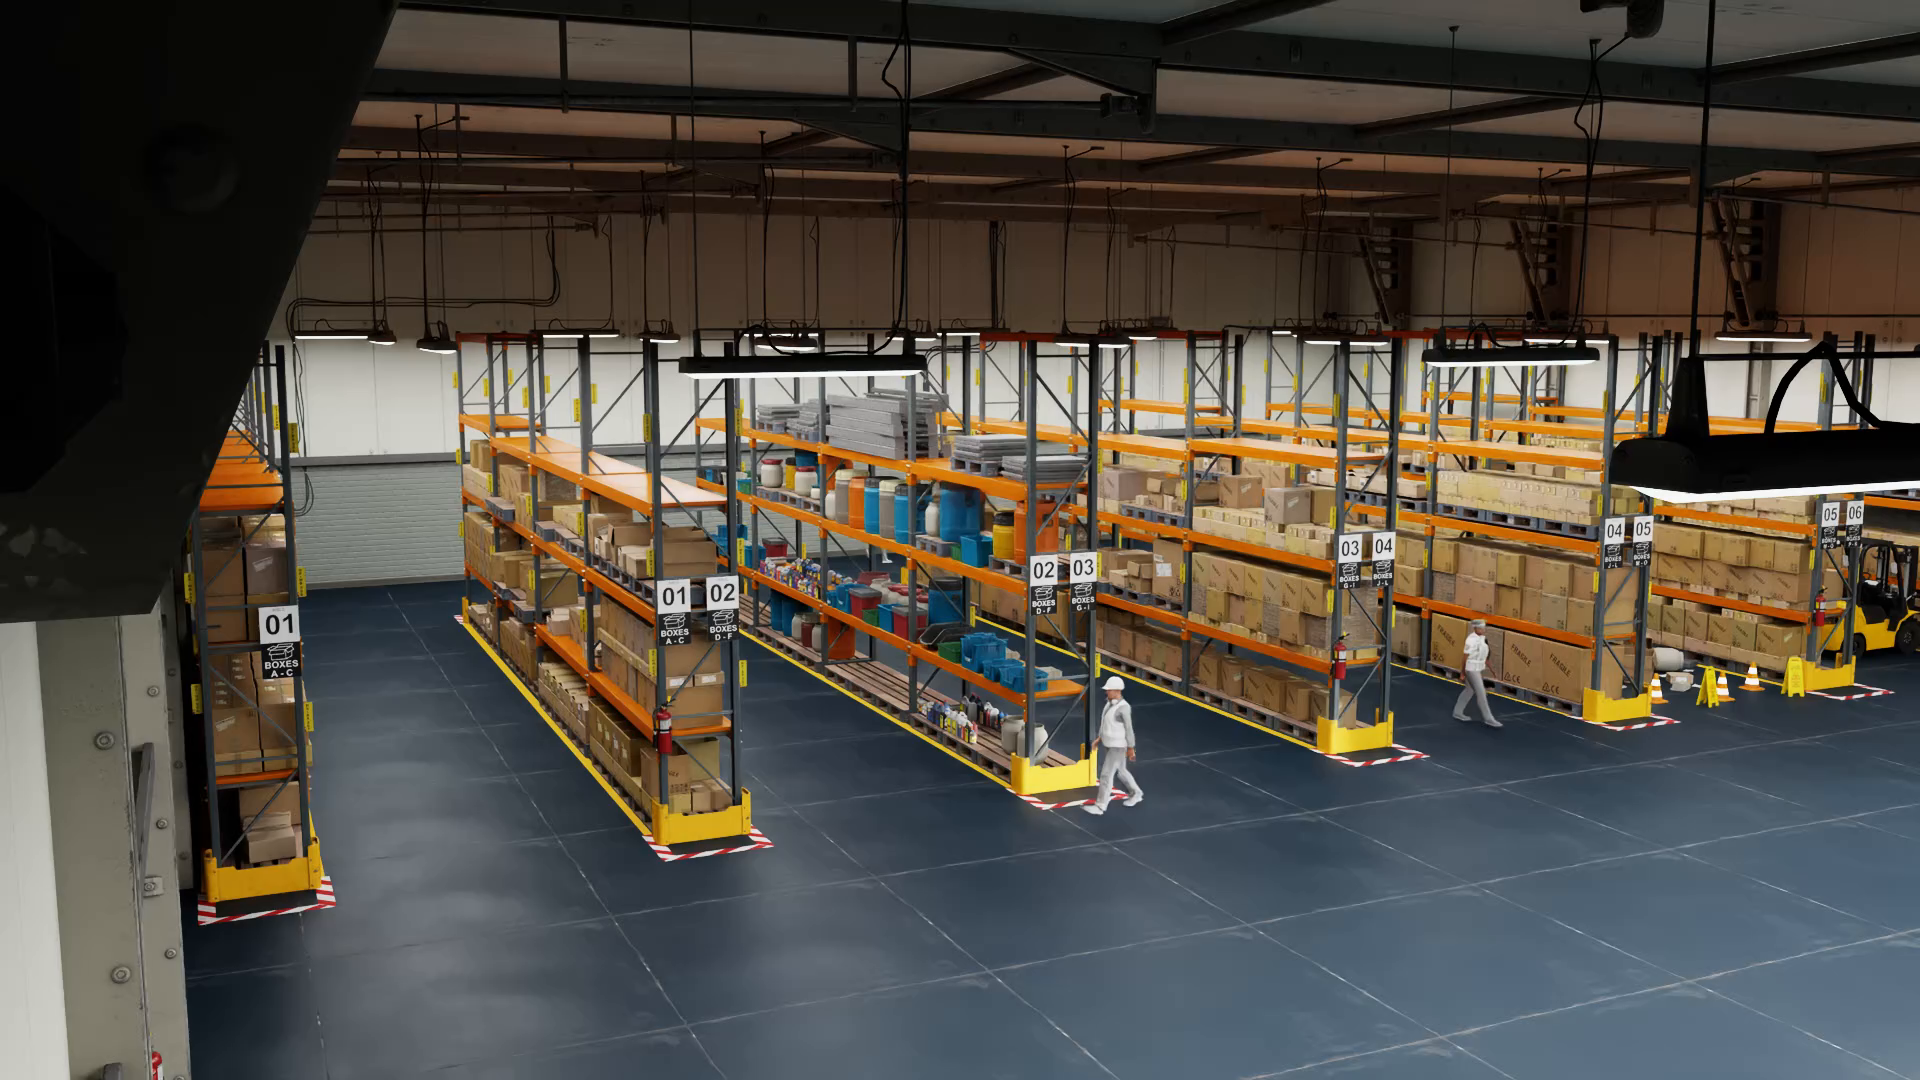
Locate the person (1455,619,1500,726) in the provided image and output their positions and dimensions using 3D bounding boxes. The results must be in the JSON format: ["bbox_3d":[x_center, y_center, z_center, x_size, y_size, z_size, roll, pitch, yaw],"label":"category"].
[{"bbox_3d":[8.053,2.039,25.759,0.484,1.652,0.817,-7,10,-42],"label":"person"}]

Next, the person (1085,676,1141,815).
[{"bbox_3d":[1.975,2.612,21.295,0.787,1.760,0.561,0,8,-3],"label":"person"}]

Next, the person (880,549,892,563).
[{"bbox_3d":[-1.872,-0.216,42.633,0.429,1.585,0.436,2,8,15],"label":"person"}]
